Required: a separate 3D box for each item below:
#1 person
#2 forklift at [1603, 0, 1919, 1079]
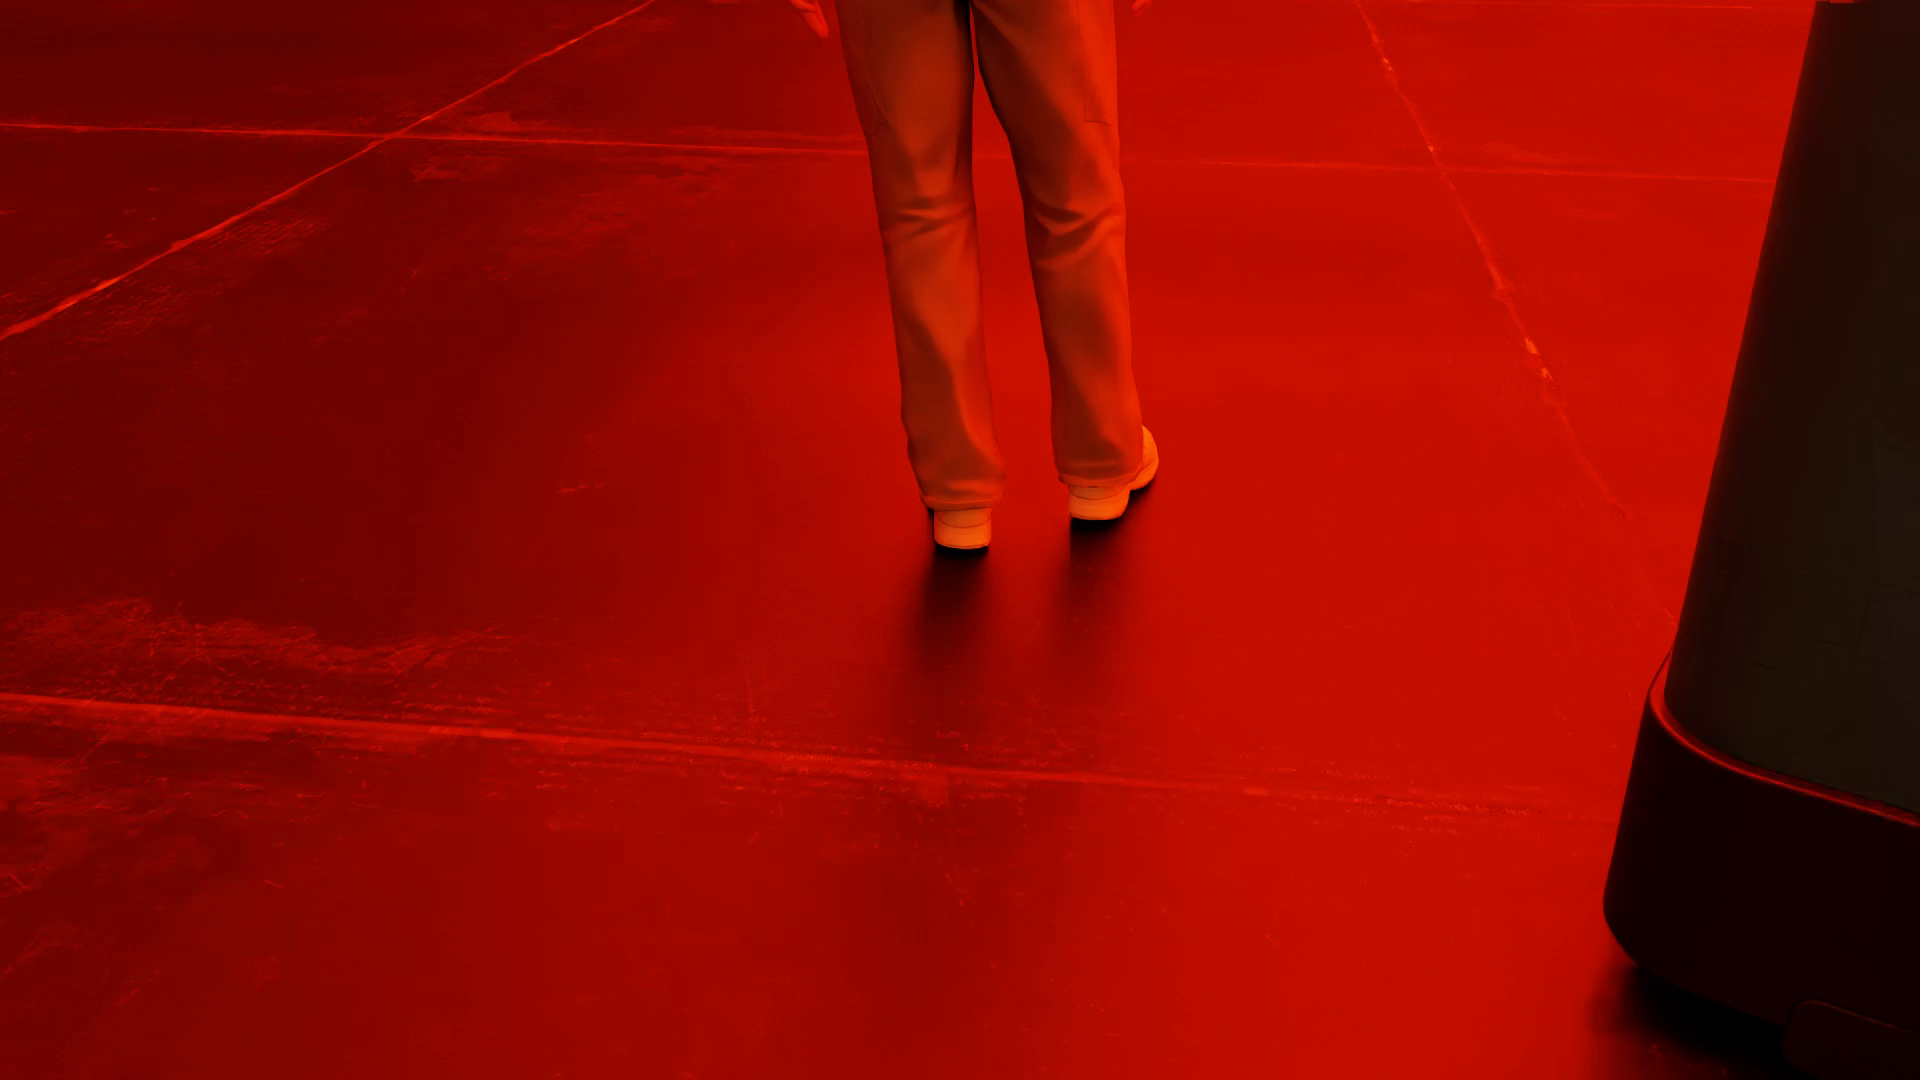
[{"bbox_3d":[0.023,-0.788,2.186,0.549,1.675,0.549,3,27,7],"label":"person"},{"bbox_3d":[2.132,-0.683,0.585,3.031,2.935,1.130,16,31,30],"label":"forklift"}]
